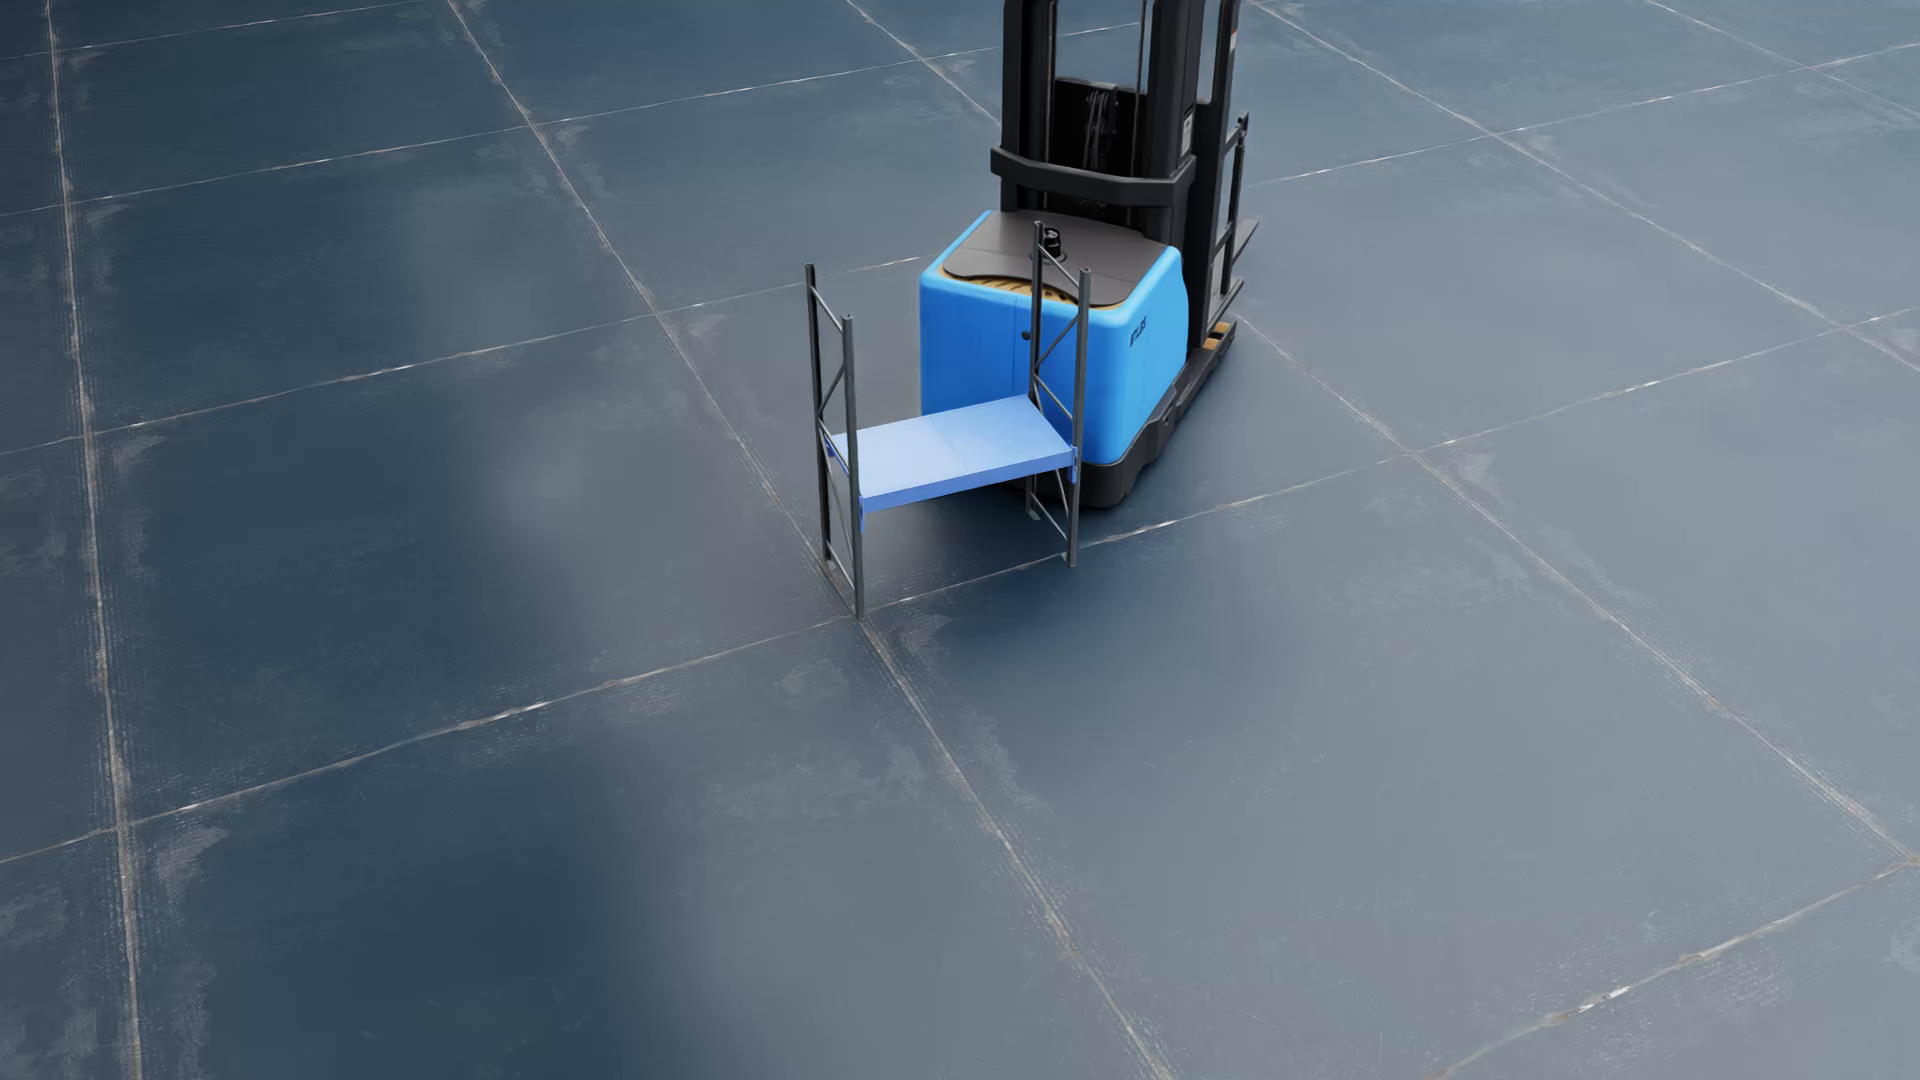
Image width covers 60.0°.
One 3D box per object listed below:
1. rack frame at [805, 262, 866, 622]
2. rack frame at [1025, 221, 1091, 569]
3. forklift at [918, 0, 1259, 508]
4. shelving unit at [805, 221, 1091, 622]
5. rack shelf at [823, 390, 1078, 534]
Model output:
[{"bbox_3d":[-0.522,-0.385,7.010,0.032,1.500,0.500,-14,39,-18],"label":"rack frame"},{"bbox_3d":[0.420,-0.613,7.317,0.032,1.500,0.500,-14,39,-18],"label":"rack frame"},{"bbox_3d":[0.865,-2.200,8.256,1.130,2.935,3.031,15,39,19],"label":"forklift"},{"bbox_3d":[-0.051,-0.499,7.164,1.048,1.500,0.538,-14,39,-18],"label":"shelving unit"},{"bbox_3d":[-0.051,-0.354,7.271,1.000,0.185,0.538,-14,39,-18],"label":"rack shelf"}]
